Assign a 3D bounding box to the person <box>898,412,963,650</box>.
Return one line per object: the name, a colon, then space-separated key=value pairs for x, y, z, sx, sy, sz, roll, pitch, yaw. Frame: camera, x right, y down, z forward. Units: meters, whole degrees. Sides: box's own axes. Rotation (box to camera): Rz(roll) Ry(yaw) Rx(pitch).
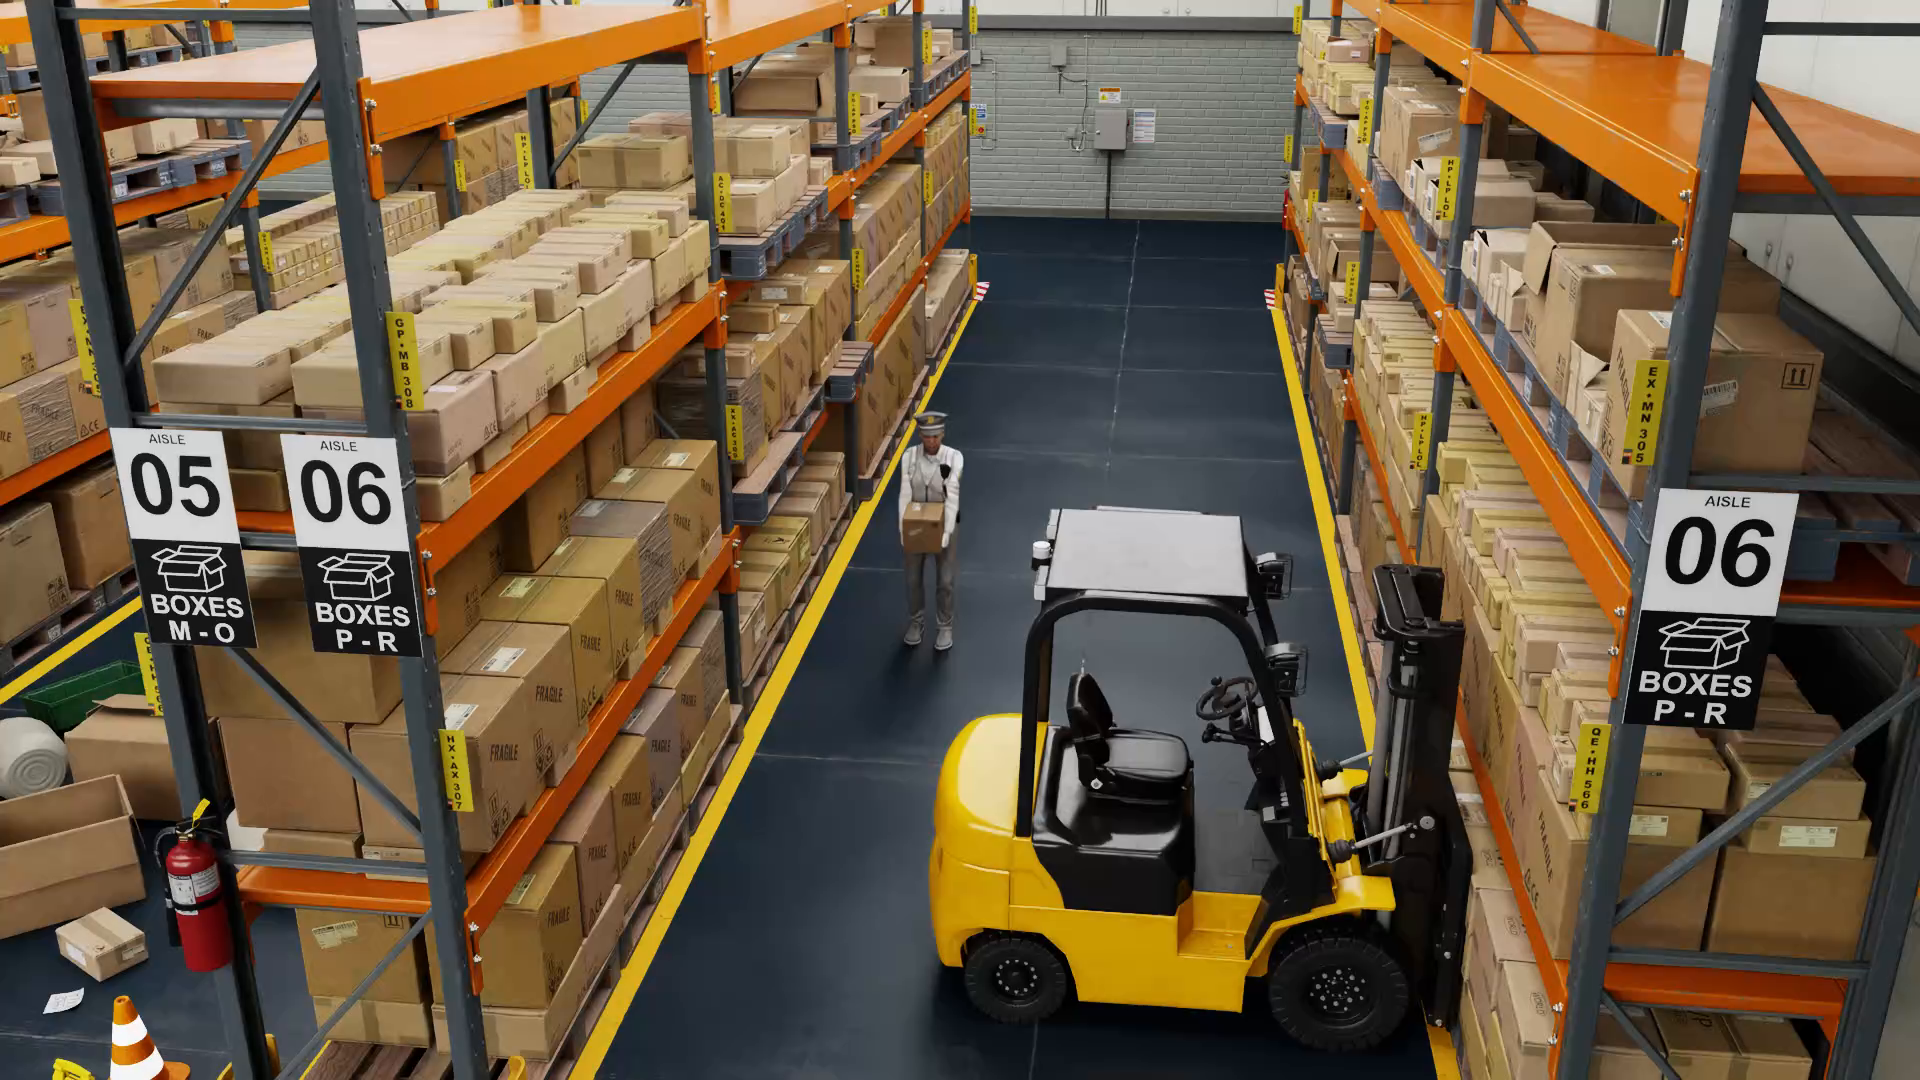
person: x=-0.197 y=-0.064 z=11.244 sx=0.416 sy=1.674 sz=0.535 roll=3 pitch=21 yaw=7
